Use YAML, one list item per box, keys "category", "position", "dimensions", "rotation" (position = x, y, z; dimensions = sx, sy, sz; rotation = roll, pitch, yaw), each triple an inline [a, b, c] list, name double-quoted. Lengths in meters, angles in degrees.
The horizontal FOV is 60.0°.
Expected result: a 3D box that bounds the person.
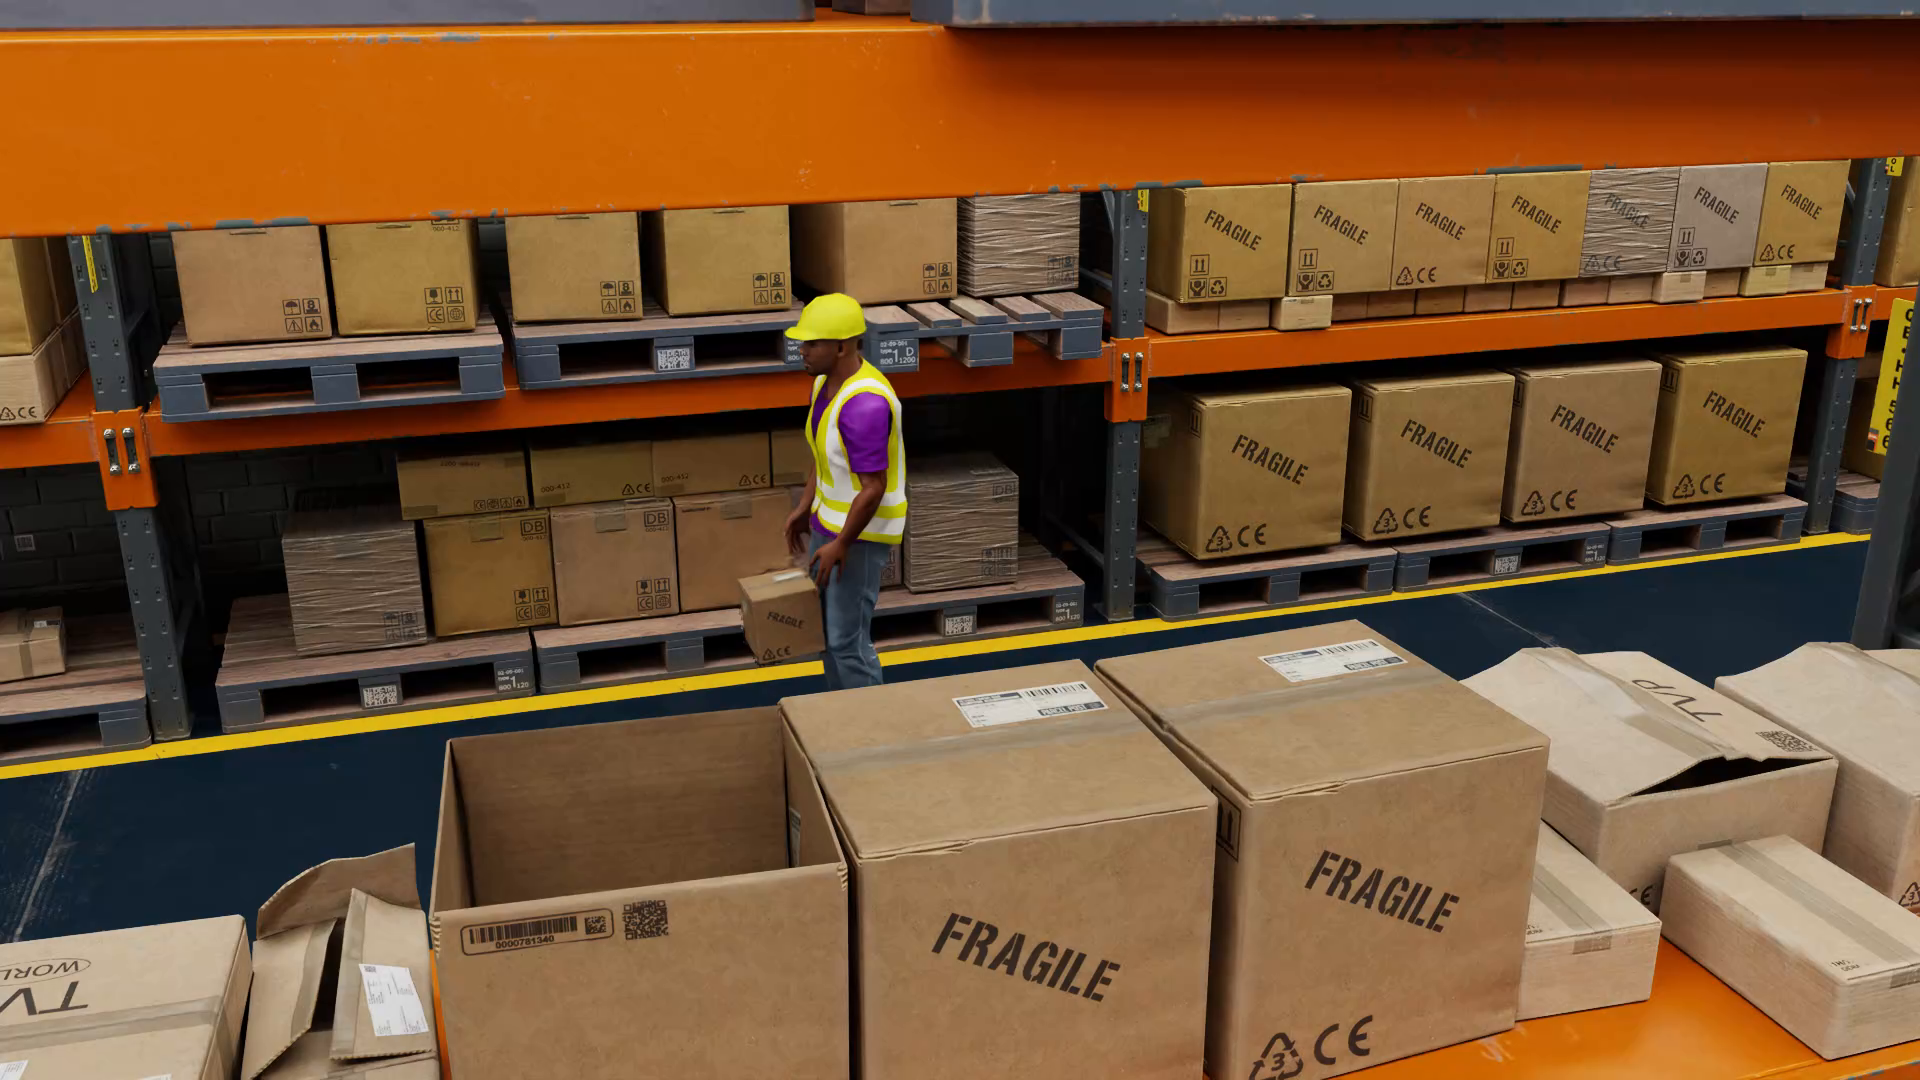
- category: "person"
  position: [-0.438, -0.027, 6.116]
  dimensions: [0.454, 1.761, 0.637]
  rotation: [-7, 20, -20]
